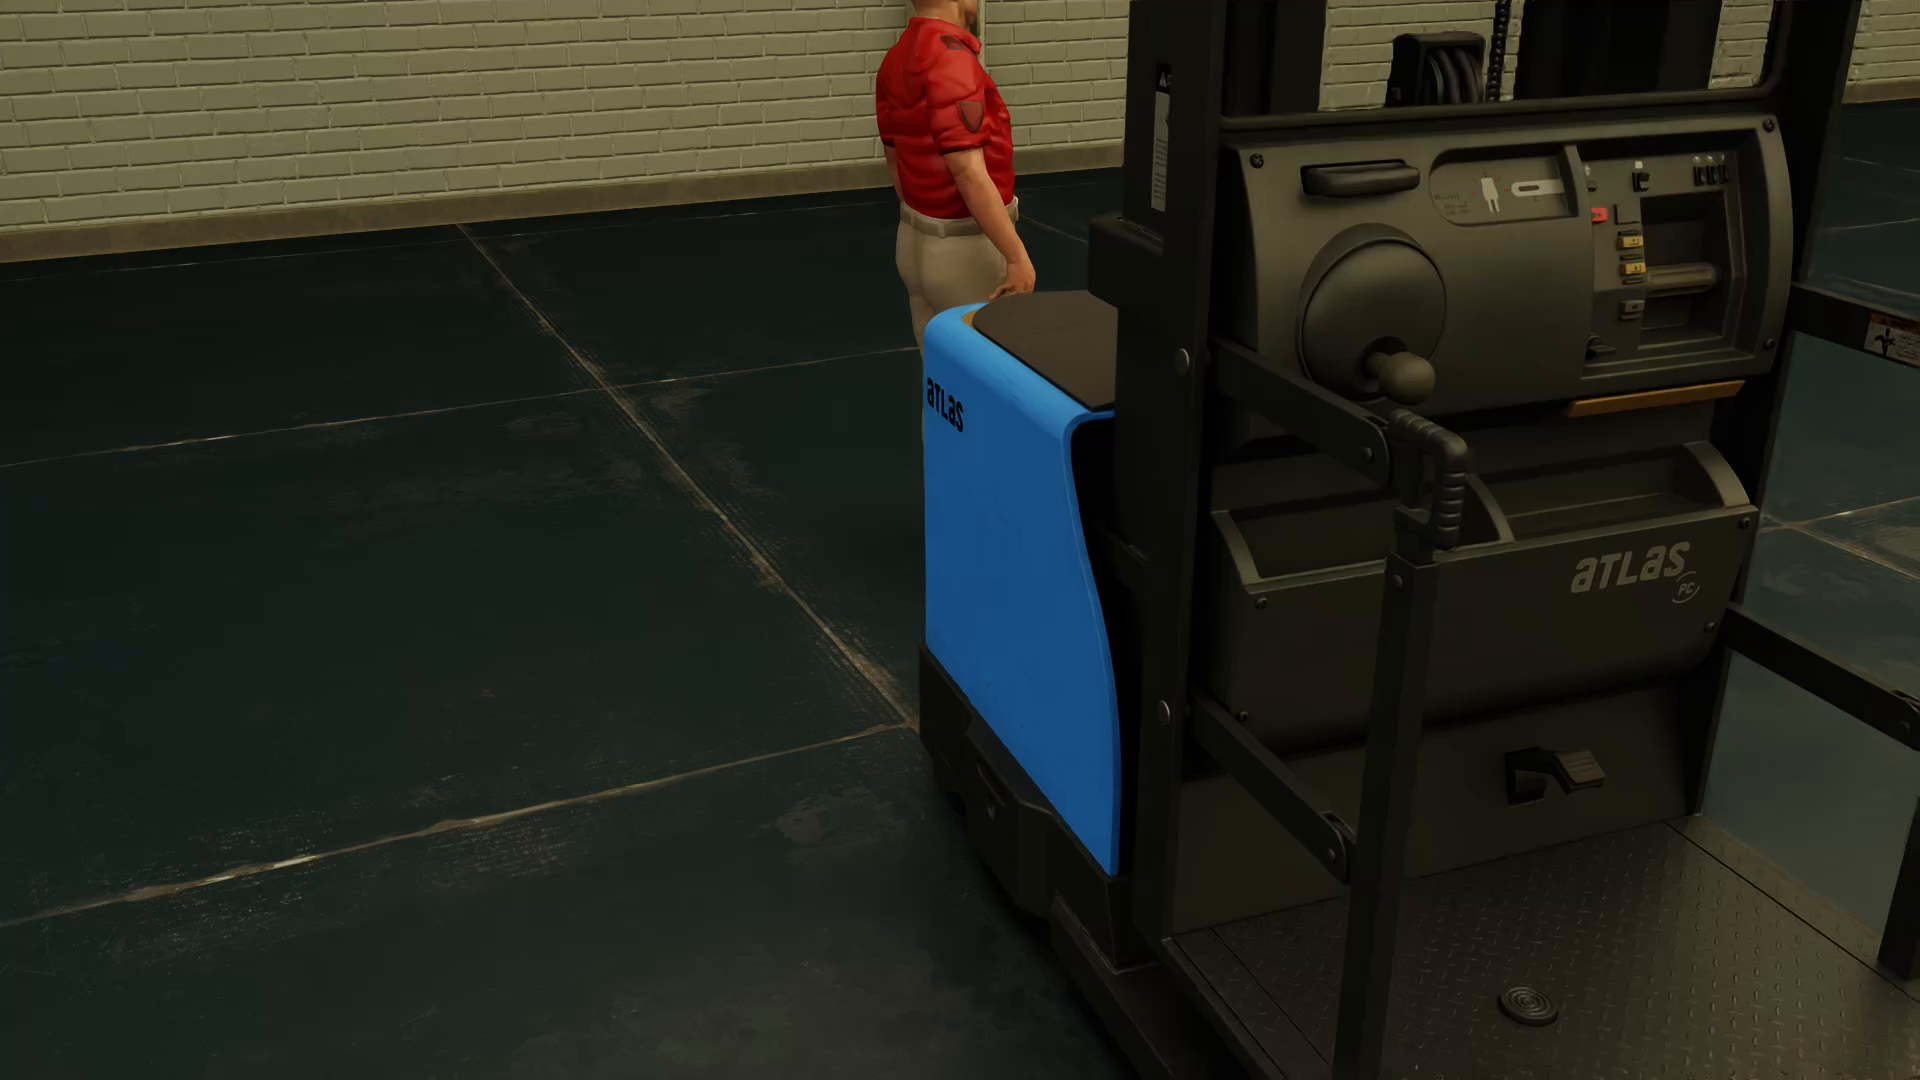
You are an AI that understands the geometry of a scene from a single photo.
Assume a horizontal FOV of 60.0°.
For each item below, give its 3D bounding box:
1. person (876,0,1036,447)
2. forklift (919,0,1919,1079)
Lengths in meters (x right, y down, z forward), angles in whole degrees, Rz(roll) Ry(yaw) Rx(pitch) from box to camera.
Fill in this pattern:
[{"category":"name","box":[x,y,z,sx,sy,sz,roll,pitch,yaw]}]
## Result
[{"category":"person","box":[0.086,-0.816,4.798,0.550,1.727,0.641,-10,25,-23]},{"category":"forklift","box":[0.897,-0.386,2.216,1.130,2.935,3.031,-8,24,-19]}]
